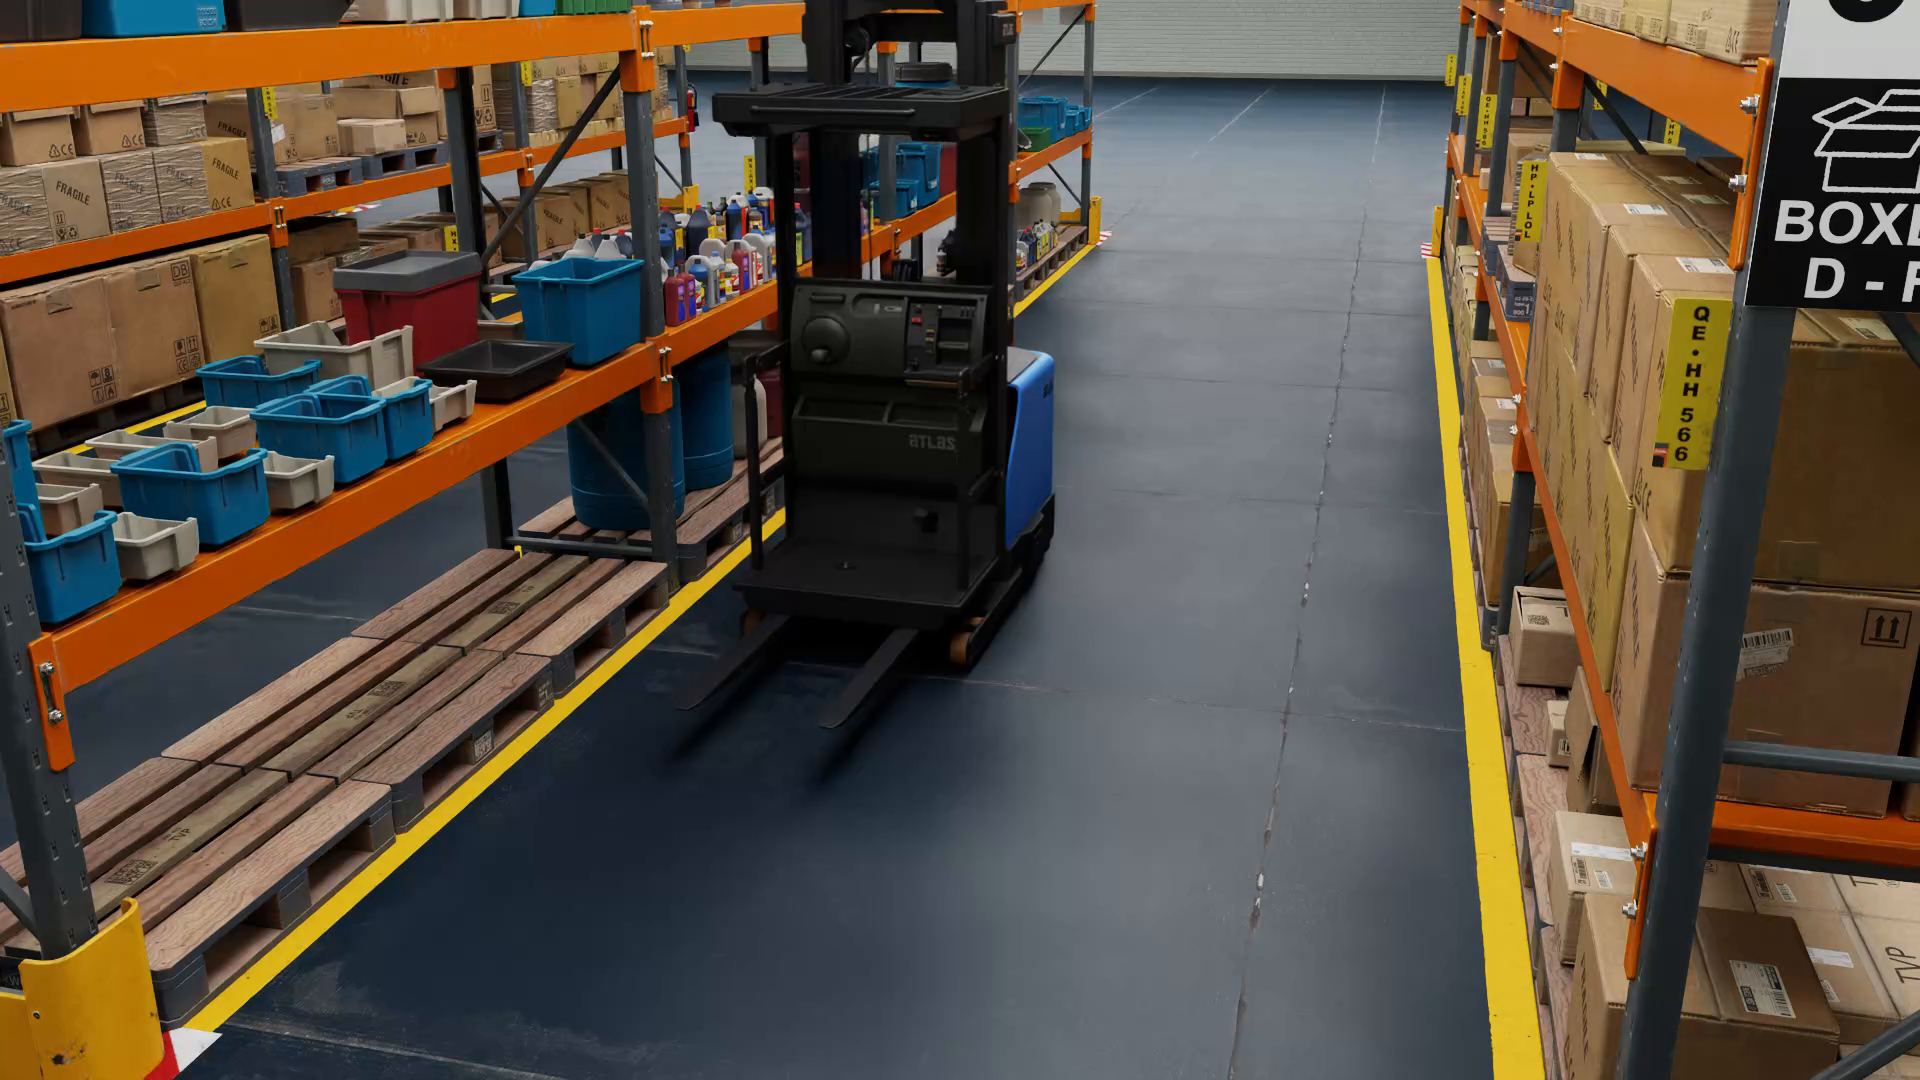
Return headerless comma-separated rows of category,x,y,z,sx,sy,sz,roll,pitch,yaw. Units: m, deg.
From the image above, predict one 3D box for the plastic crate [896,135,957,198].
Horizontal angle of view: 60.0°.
plastic crate,-0.252,-2.955,13.099,0.402,0.464,0.583,5,19,13

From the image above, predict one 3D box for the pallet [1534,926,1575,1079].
pallet,2.116,1.504,4.459,1.003,0.211,1.213,5,19,13

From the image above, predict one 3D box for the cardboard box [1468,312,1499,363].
cardboard box,3.747,-1.396,11.372,0.500,0.311,0.500,5,20,15

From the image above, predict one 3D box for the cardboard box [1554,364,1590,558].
cardboard box,2.123,-0.228,5.061,0.500,0.500,0.500,4,19,13

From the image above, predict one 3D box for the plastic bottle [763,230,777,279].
plastic bottle,-1.101,-1.640,9.546,0.097,0.271,0.097,0,19,0

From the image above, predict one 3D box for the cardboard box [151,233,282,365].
cardboard box,-5.936,-1.812,12.489,1.225,0.875,0.875,4,19,11

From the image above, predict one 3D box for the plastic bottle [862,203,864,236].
plastic bottle,-0.686,-2.154,11.034,0.061,0.283,0.133,5,19,13

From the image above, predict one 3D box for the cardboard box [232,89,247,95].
cardboard box,-8.996,-5.376,20.053,0.875,0.550,0.550,5,19,13

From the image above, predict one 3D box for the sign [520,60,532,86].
sign,-4.230,-4.592,16.200,0.100,0.325,0.005,5,19,13

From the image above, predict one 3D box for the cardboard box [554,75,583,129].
cardboard box,-4.443,-4.565,17.298,0.875,0.500,0.500,5,19,13

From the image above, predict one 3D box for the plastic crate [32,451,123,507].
plastic crate,-2.790,-0.198,5.441,0.396,0.136,0.243,5,19,13

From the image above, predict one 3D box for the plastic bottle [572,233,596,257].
plastic bottle,-2.014,-1.479,8.953,0.144,0.351,0.185,5,19,13

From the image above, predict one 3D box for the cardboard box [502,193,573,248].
cardboard box,-4.500,-3.405,17.734,0.500,0.500,0.500,12,22,31

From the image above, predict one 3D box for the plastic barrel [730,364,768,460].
plastic barrel,-1.374,-0.771,10.003,0.421,0.512,0.421,0,19,0

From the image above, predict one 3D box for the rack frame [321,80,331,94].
rack frame,-8.577,-5.764,21.423,1.000,3.000,0.127,5,19,13

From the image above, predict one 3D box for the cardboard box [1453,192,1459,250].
cardboard box,4.989,-3.031,15.866,0.500,0.500,0.500,5,19,13

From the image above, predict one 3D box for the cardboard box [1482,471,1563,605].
cardboard box,2.724,0.001,7.730,0.500,0.500,0.500,5,19,13

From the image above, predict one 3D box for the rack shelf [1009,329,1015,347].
rack shelf,0.118,-1.057,9.211,0.258,0.148,0.480,5,20,15

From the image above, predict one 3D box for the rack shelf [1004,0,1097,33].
rack shelf,0.522,-5.402,16.834,1.077,0.370,4.000,5,19,13

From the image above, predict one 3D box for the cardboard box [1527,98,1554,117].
cardboard box,5.089,-3.727,14.299,0.380,0.149,0.250,5,19,13

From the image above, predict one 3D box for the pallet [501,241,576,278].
pallet,-4.640,-2.981,17.588,1.003,0.211,1.213,5,19,13

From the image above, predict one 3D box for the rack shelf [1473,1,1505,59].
rack shelf,4.347,-3.756,12.015,1.077,0.370,4.000,5,19,13

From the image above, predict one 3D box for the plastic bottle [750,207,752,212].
plastic bottle,-1.442,-2.173,11.217,0.097,0.201,0.097,0,19,0

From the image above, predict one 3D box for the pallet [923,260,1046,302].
pallet,0.238,-2.583,16.425,1.003,0.211,1.213,5,19,13

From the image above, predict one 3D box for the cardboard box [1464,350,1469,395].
cardboard box,3.750,-1.131,11.464,0.500,0.250,0.500,5,20,15

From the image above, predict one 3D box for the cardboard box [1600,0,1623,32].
cardboard box,2.273,-1.699,5.112,0.500,0.250,0.500,5,19,13

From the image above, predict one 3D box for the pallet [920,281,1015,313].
pallet,-0.121,-2.127,15.088,1.003,0.211,1.213,5,19,13

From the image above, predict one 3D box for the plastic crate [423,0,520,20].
plastic crate,-1.863,-2.054,6.329,0.293,0.136,0.466,5,19,13

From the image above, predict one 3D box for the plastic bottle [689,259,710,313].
plastic bottle,-1.351,-1.319,8.607,0.097,0.271,0.097,0,19,0

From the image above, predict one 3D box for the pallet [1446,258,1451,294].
pallet,5.367,-2.614,16.512,1.003,0.211,1.213,5,19,13

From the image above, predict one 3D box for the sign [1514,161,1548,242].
sign,2.342,-1.387,6.815,0.100,0.325,0.005,5,19,13

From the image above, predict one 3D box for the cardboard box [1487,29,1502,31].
cardboard box,5.306,-4.576,15.783,0.700,0.500,0.500,5,19,13

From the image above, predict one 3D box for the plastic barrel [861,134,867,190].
plastic barrel,-0.900,-2.834,12.672,0.421,0.512,0.421,0,19,0

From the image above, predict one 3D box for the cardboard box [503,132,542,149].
cardboard box,-4.425,-4.012,16.681,0.380,0.149,0.250,5,19,13

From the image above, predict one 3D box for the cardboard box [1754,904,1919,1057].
cardboard box,2.434,1.246,4.472,0.500,0.250,0.500,5,19,13

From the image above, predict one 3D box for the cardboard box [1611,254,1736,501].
cardboard box,1.868,-0.382,3.965,0.500,0.500,0.500,5,20,15

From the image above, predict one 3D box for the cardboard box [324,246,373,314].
cardboard box,-5.479,-2.245,14.306,0.700,0.500,0.500,3,19,9

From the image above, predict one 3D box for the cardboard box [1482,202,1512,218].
cardboard box,3.810,-2.235,11.478,0.380,0.149,0.250,5,19,13

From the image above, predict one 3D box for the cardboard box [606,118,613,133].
cardboard box,-4.055,-4.565,18.300,0.380,0.149,0.250,5,19,13

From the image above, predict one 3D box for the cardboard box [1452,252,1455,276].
cardboard box,4.869,-2.520,15.528,0.500,0.250,0.500,5,19,13

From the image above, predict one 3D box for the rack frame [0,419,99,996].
rack frame,-2.899,0.065,4.356,1.000,3.000,0.127,5,19,13

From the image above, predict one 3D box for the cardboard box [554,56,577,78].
cardboard box,-4.292,-5.026,17.100,0.500,0.500,0.500,5,19,13

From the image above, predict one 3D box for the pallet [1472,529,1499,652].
pallet,3.043,0.266,8.083,1.003,0.211,1.213,5,19,13

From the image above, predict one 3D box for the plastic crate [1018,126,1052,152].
plastic crate,0.639,-3.999,16.582,0.450,0.188,0.662,5,19,13

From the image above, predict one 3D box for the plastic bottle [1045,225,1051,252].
plastic bottle,0.865,-3.138,17.268,0.152,0.276,0.135,4,19,12

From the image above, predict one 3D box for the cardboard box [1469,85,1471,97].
cardboard box,5.196,-4.402,16.276,0.380,0.149,0.250,4,19,13

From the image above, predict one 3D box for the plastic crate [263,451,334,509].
plastic crate,-2.195,-0.196,5.437,0.250,0.136,0.298,5,19,13

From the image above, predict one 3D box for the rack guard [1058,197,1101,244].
rack guard,1.038,-3.739,19.361,1.175,0.500,0.348,5,19,13

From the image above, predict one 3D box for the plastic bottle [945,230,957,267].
plastic bottle,-0.089,-2.875,16.382,0.144,0.351,0.185,4,19,12

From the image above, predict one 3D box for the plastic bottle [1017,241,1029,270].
plastic bottle,0.589,-2.784,16.231,0.152,0.276,0.135,5,20,15

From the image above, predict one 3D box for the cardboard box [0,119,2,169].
cardboard box,-6.397,-2.517,10.208,0.797,0.503,0.637,5,19,14

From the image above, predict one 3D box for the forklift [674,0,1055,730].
forklift,-0.388,-0.953,7.444,1.130,2.935,3.031,5,20,15

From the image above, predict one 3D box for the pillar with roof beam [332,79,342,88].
pillar with roof beam,-10.688,-14.508,37.741,9.100,9.000,0.400,5,19,13

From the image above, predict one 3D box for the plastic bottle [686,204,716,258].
plastic bottle,-1.565,-1.854,10.052,0.144,0.351,0.185,5,19,13

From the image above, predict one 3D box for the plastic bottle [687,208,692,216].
plastic bottle,-1.690,-1.918,10.344,0.061,0.283,0.133,5,19,13

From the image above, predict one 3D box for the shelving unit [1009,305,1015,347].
shelving unit,0.118,-0.686,9.338,0.258,1.200,0.503,5,20,15
